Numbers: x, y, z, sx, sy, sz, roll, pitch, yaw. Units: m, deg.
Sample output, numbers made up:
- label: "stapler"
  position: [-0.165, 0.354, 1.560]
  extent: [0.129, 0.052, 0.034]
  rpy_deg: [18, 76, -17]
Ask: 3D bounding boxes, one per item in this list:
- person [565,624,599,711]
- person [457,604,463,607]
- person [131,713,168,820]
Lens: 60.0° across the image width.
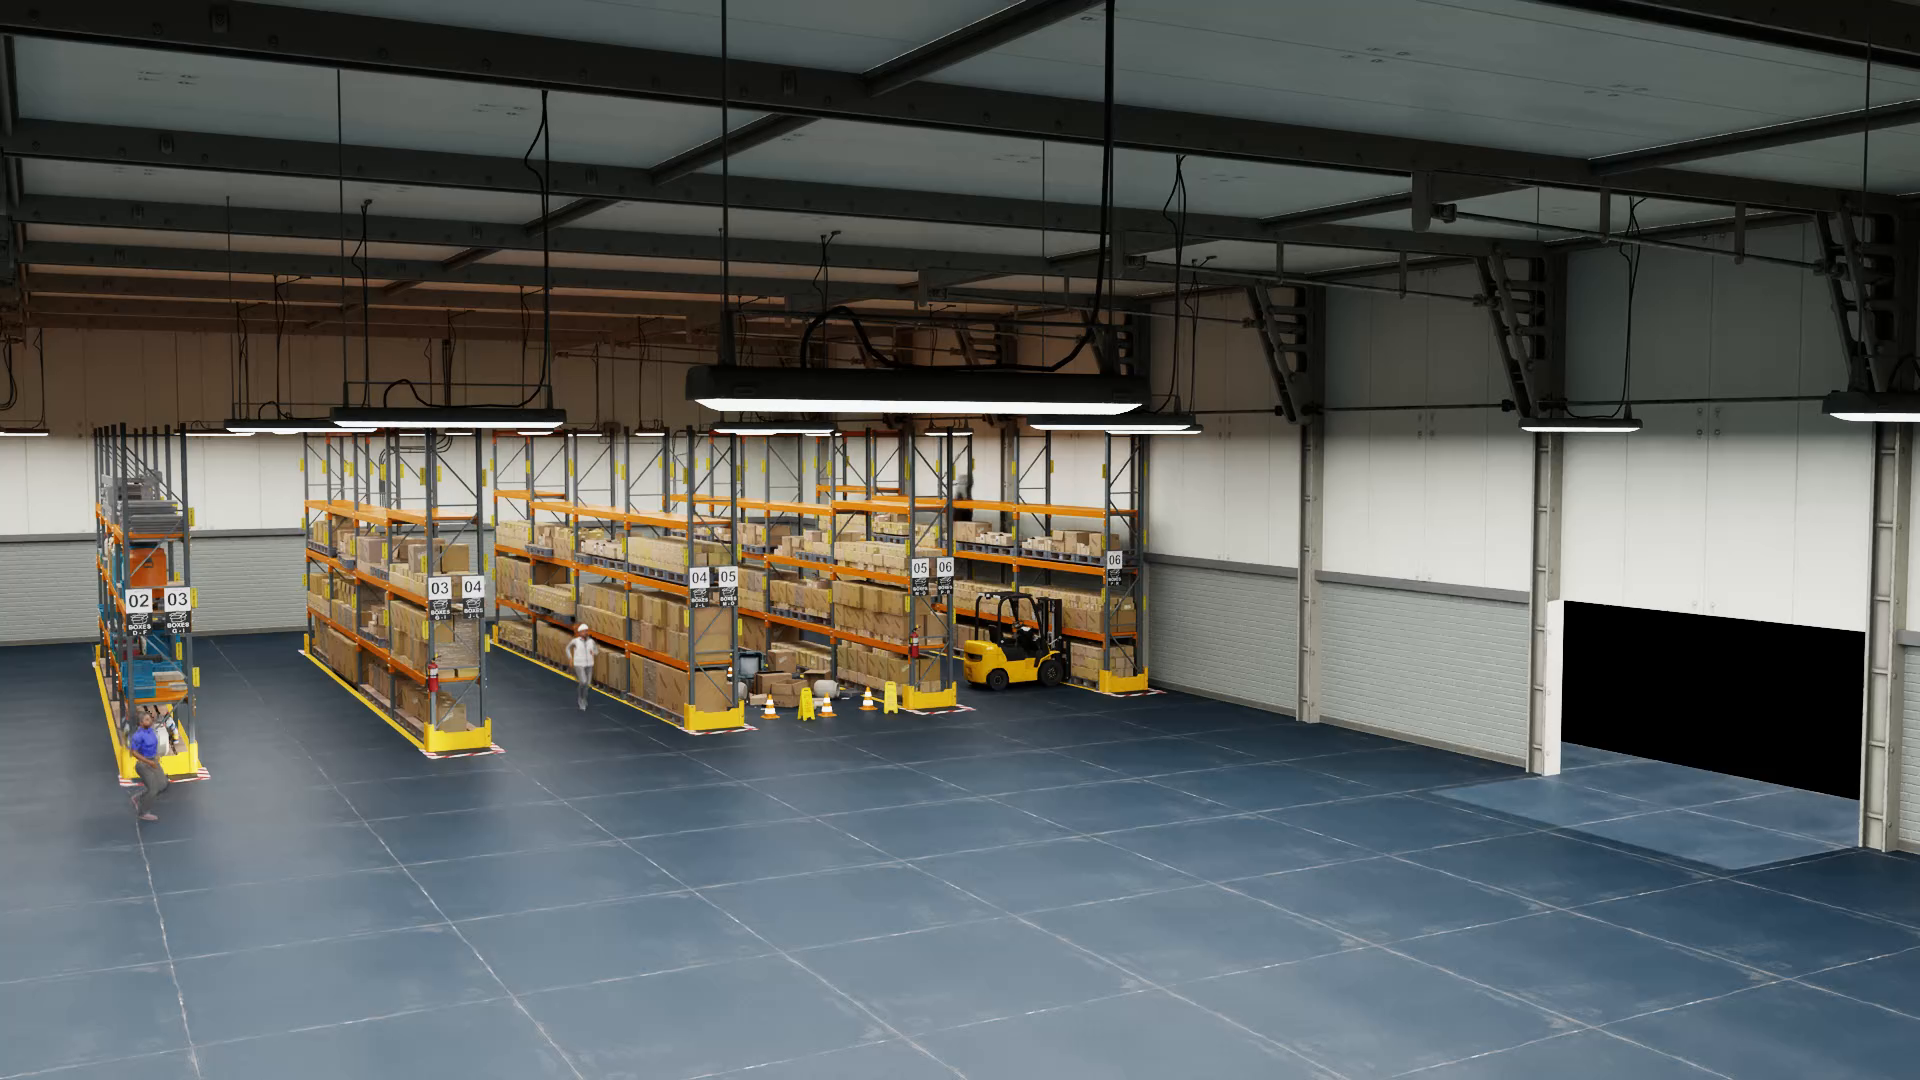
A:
- label: "person"
  position: [-7.997, 2.702, 35.344]
  extent: [0.624, 1.831, 0.752]
  rpy_deg: [-3, 4, -37]
- label: "person"
  position: [-13.258, 2.194, 44.589]
  extent: [0.613, 1.751, 0.718]
  rpy_deg: [-2, 4, -29]
- label: "person"
  position: [-12.238, 3.406, 25.052]
  extent: [0.481, 1.621, 0.581]
  rpy_deg: [0, 3, 1]
